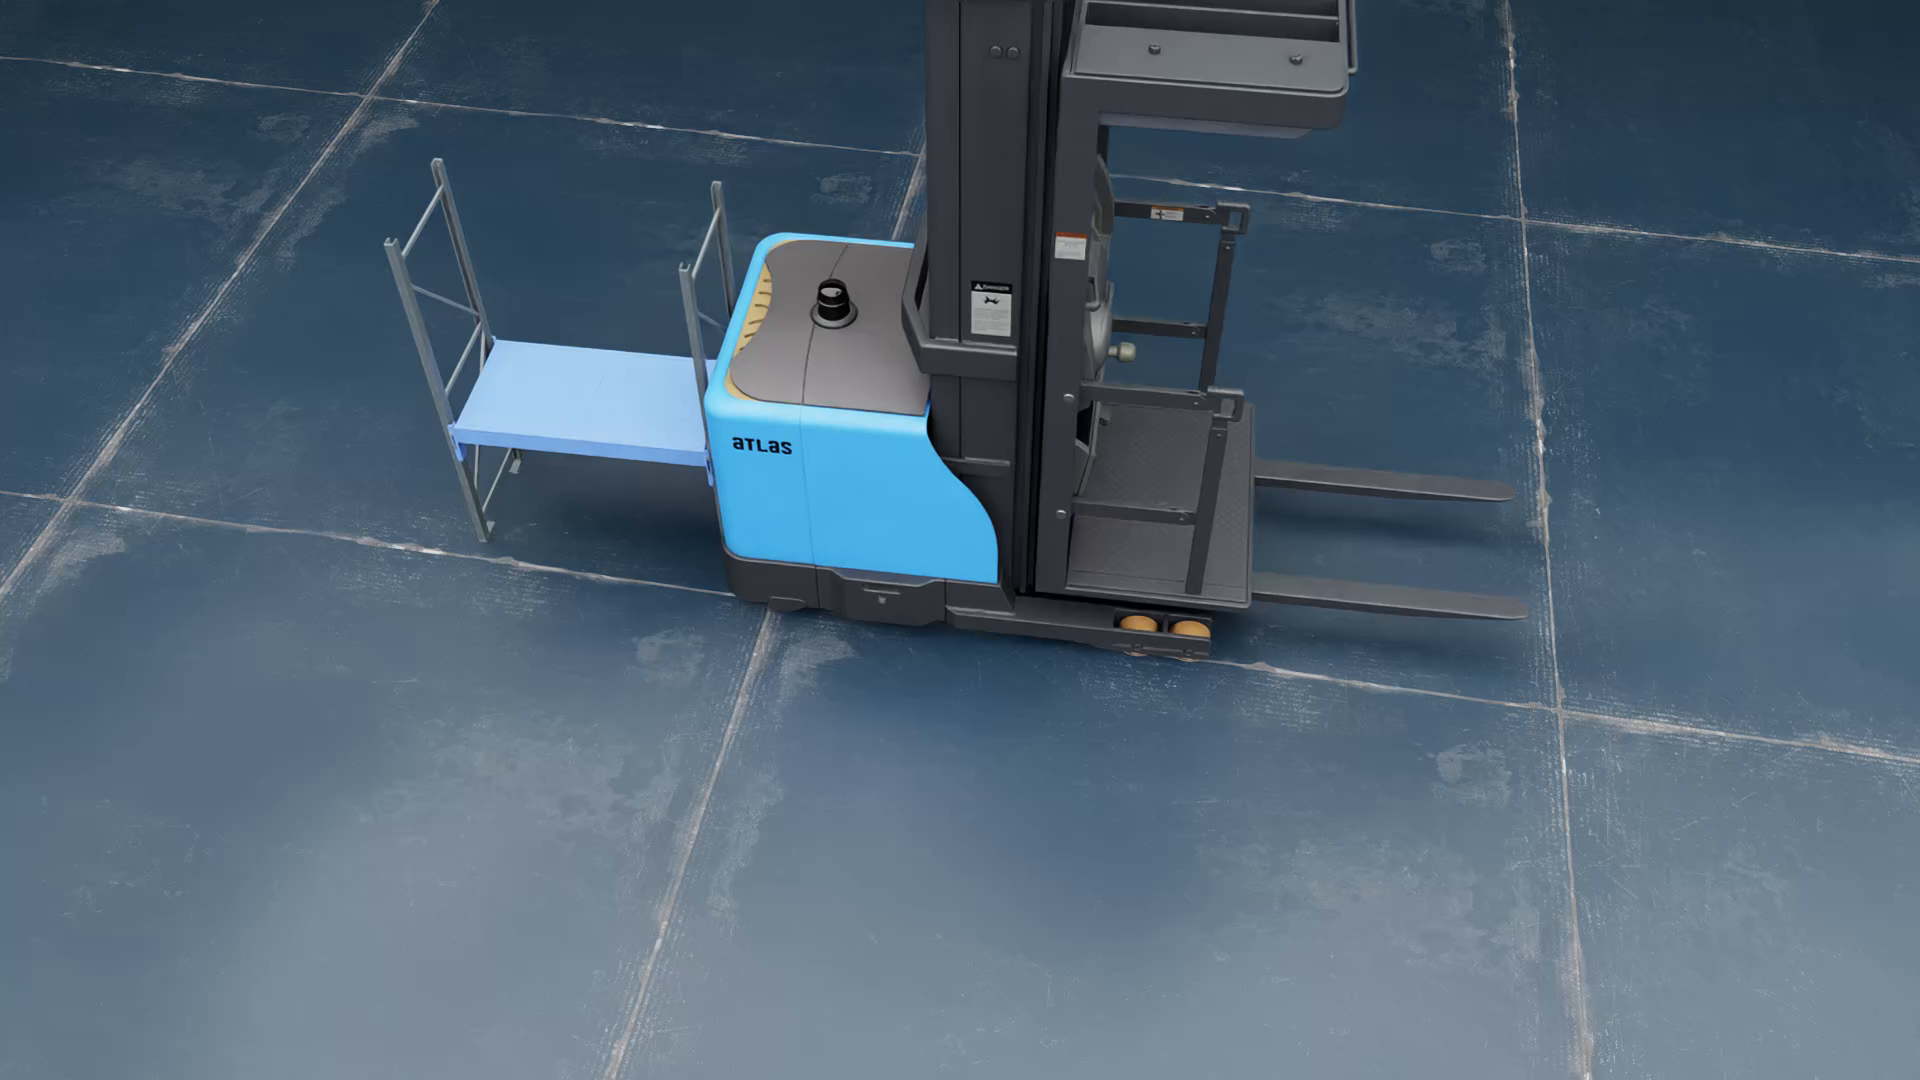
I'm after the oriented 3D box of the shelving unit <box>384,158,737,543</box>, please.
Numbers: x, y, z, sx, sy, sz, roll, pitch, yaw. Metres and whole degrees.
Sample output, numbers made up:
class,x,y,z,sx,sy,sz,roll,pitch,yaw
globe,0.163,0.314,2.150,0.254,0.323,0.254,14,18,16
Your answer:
class,x,y,z,sx,sy,sz,roll,pitch,yaw
shelving unit,-1.389,-0.625,6.275,1.048,1.500,0.538,6,48,5

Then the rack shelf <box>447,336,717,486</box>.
class,x,y,z,sx,sy,sz,roll,pitch,yaw
rack shelf,-1.389,-0.505,6.409,1.000,0.185,0.538,6,48,5

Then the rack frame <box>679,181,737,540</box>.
class,x,y,z,sx,sy,sz,roll,pitch,yaw
rack frame,-0.885,-0.574,6.230,0.032,1.500,0.500,6,48,5

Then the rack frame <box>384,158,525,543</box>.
class,x,y,z,sx,sy,sz,roll,pitch,yaw
rack frame,-1.892,-0.676,6.321,0.032,1.500,0.500,6,48,5

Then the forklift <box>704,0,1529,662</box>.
class,x,y,z,sx,sy,sz,roll,pitch,yaw
forklift,0.654,-0.943,5.598,3.031,2.935,1.130,6,48,5
